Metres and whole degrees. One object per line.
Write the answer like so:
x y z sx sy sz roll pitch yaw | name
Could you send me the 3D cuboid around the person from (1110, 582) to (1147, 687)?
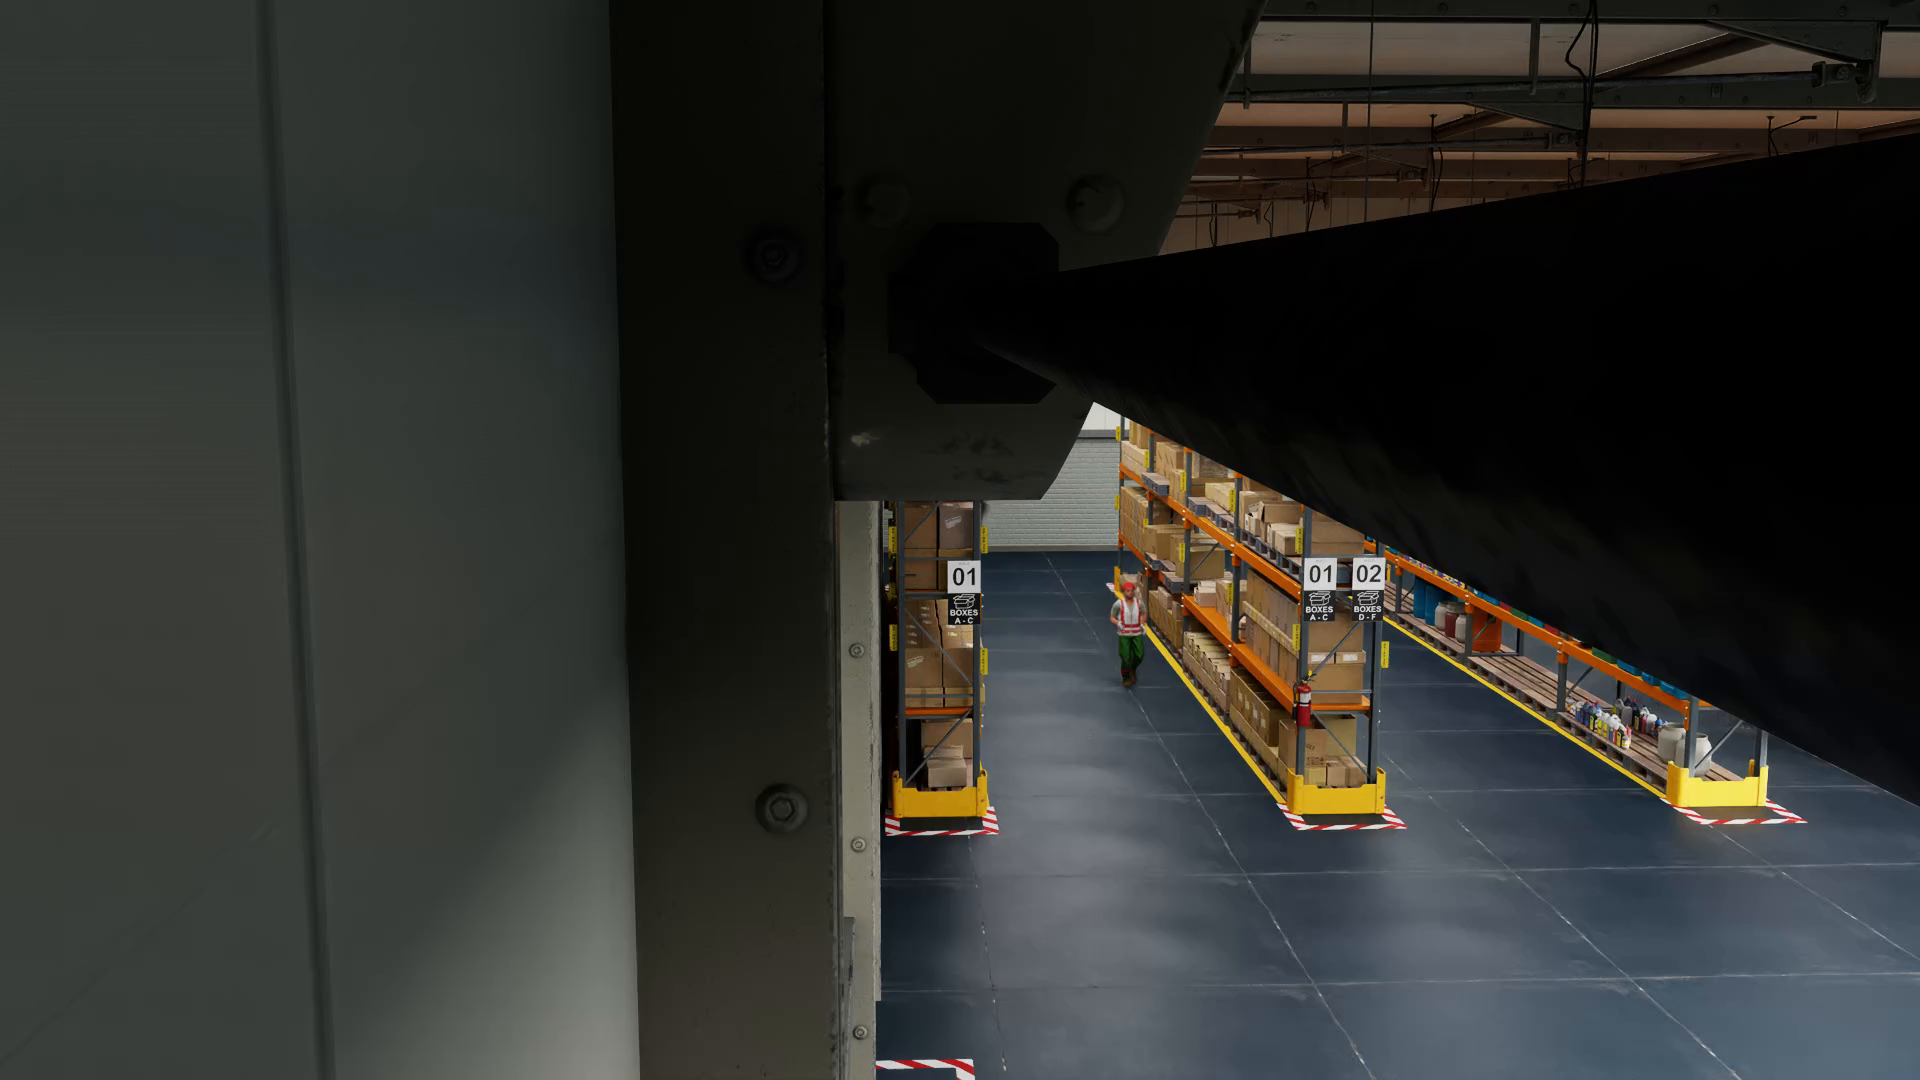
2.785 1.560 27.153 0.643 1.740 0.575 -1 8 -7 | person
